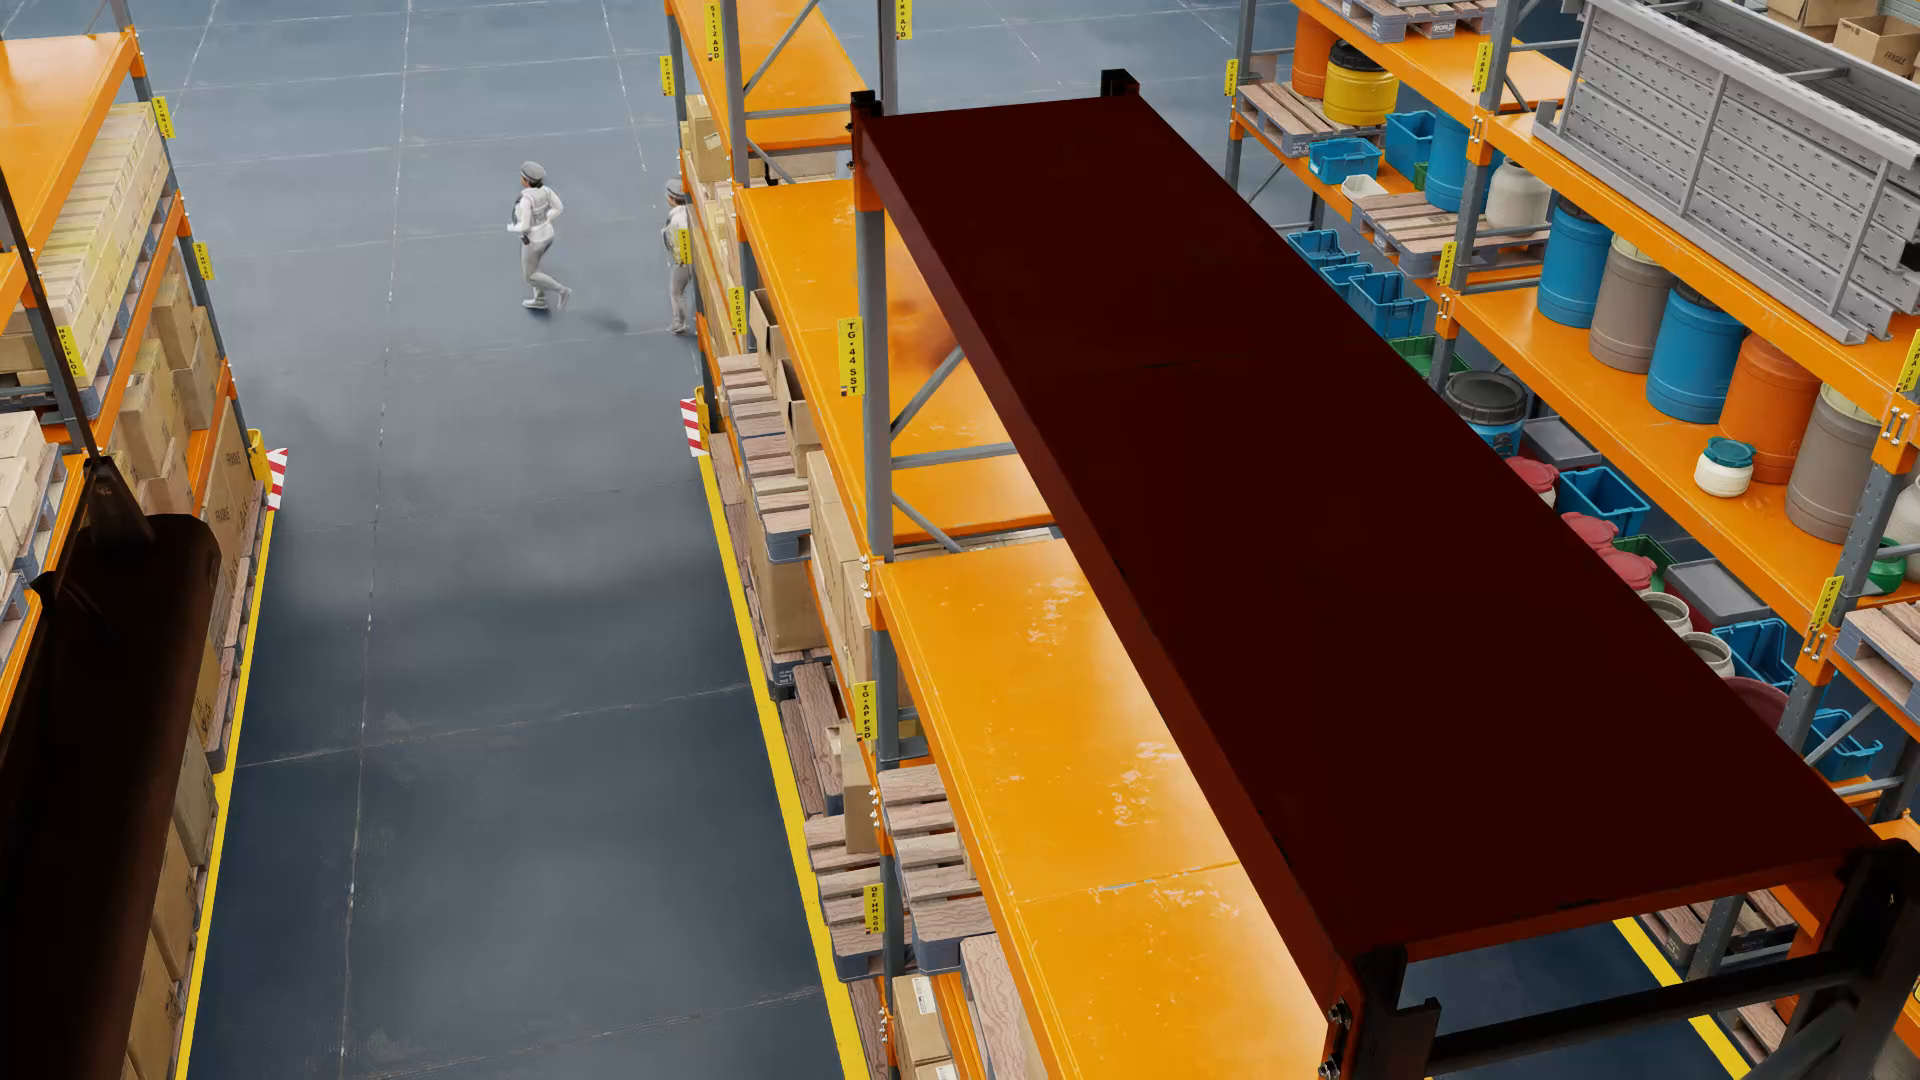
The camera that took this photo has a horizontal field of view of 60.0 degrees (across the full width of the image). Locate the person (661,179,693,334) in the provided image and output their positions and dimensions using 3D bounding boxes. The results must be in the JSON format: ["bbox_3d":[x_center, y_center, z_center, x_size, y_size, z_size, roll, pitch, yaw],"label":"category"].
[{"bbox_3d":[-2.655,-2.766,16.685,0.925,1.719,0.644,13,37,18],"label":"person"}]

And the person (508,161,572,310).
[{"bbox_3d":[-4.329,-3.118,17.179,0.698,1.653,0.620,13,37,18],"label":"person"}]
